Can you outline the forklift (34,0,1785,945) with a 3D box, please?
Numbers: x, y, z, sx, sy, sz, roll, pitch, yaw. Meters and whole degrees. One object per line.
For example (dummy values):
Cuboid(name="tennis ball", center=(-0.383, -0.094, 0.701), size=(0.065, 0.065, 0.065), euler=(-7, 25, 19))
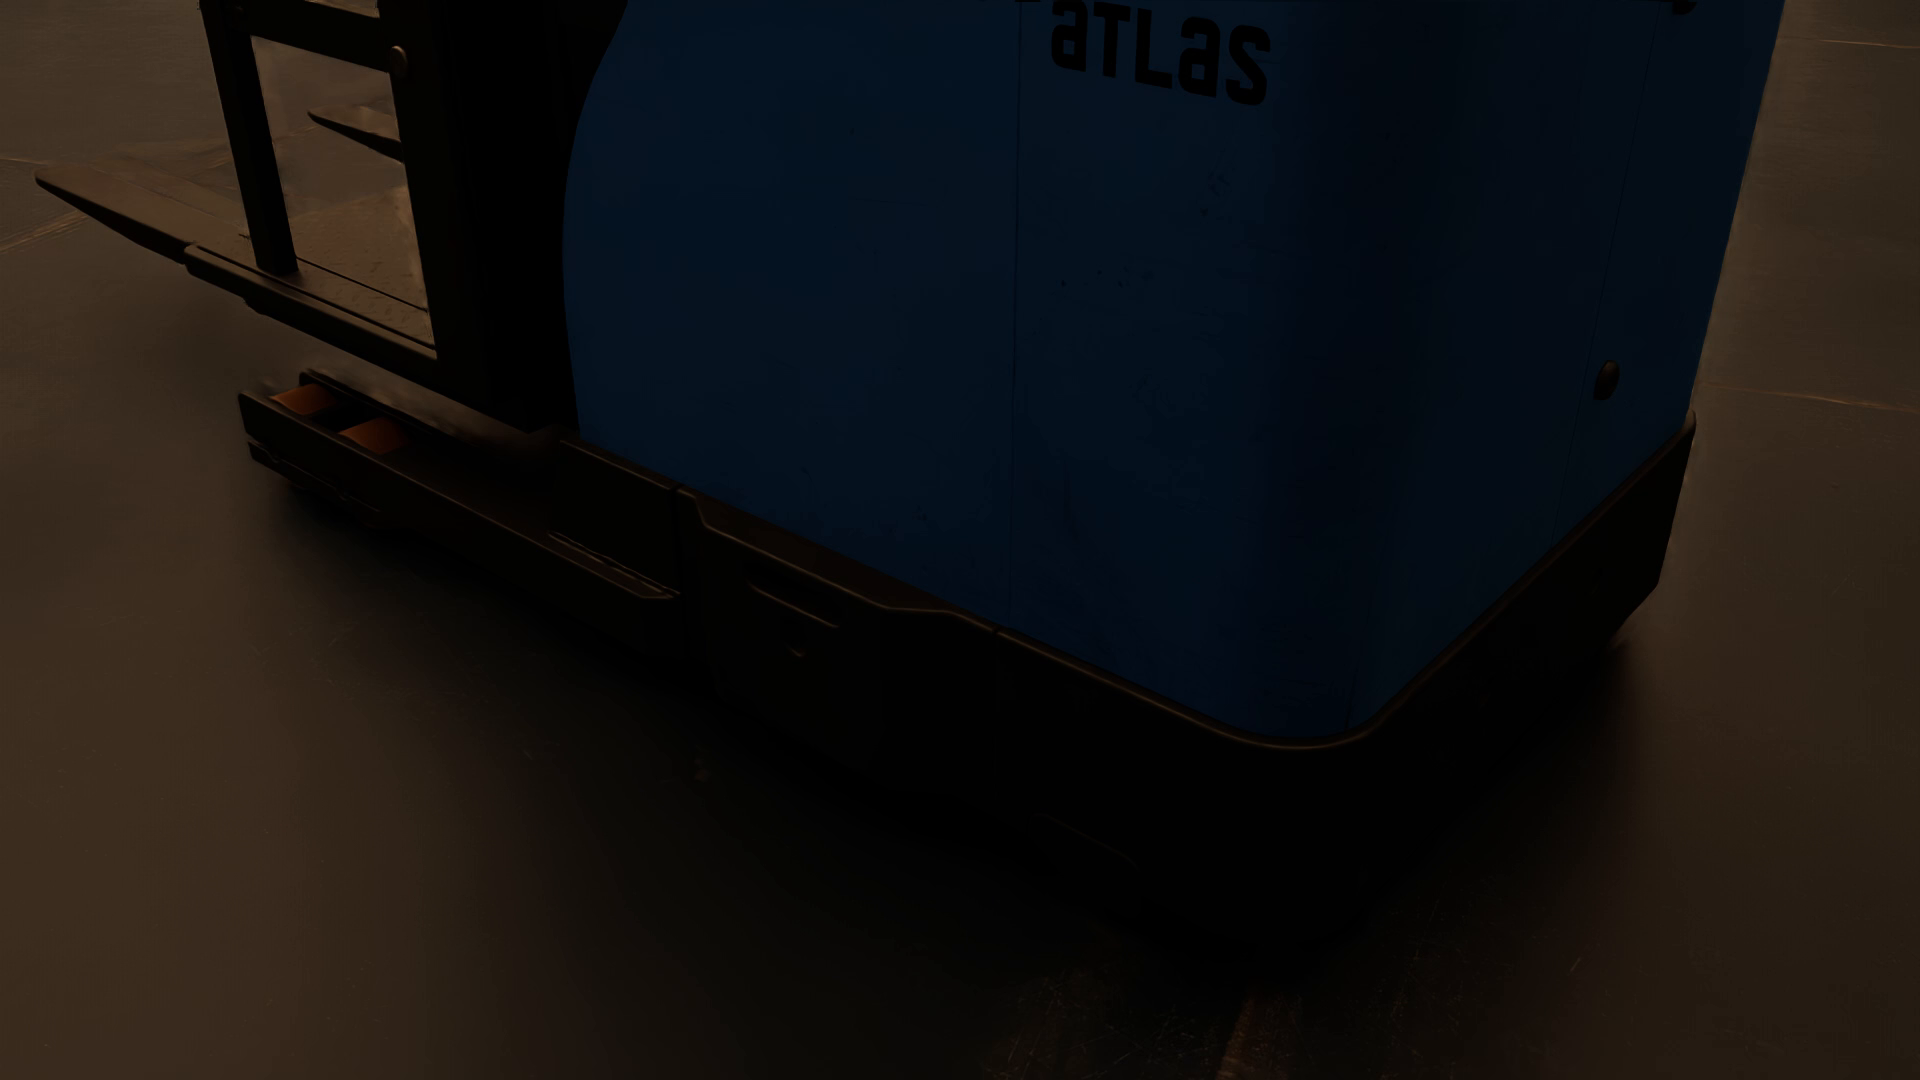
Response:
Cuboid(name="forklift", center=(-0.496, -1.468, 2.118), size=(3.031, 2.935, 1.130), euler=(23, 37, 34))
